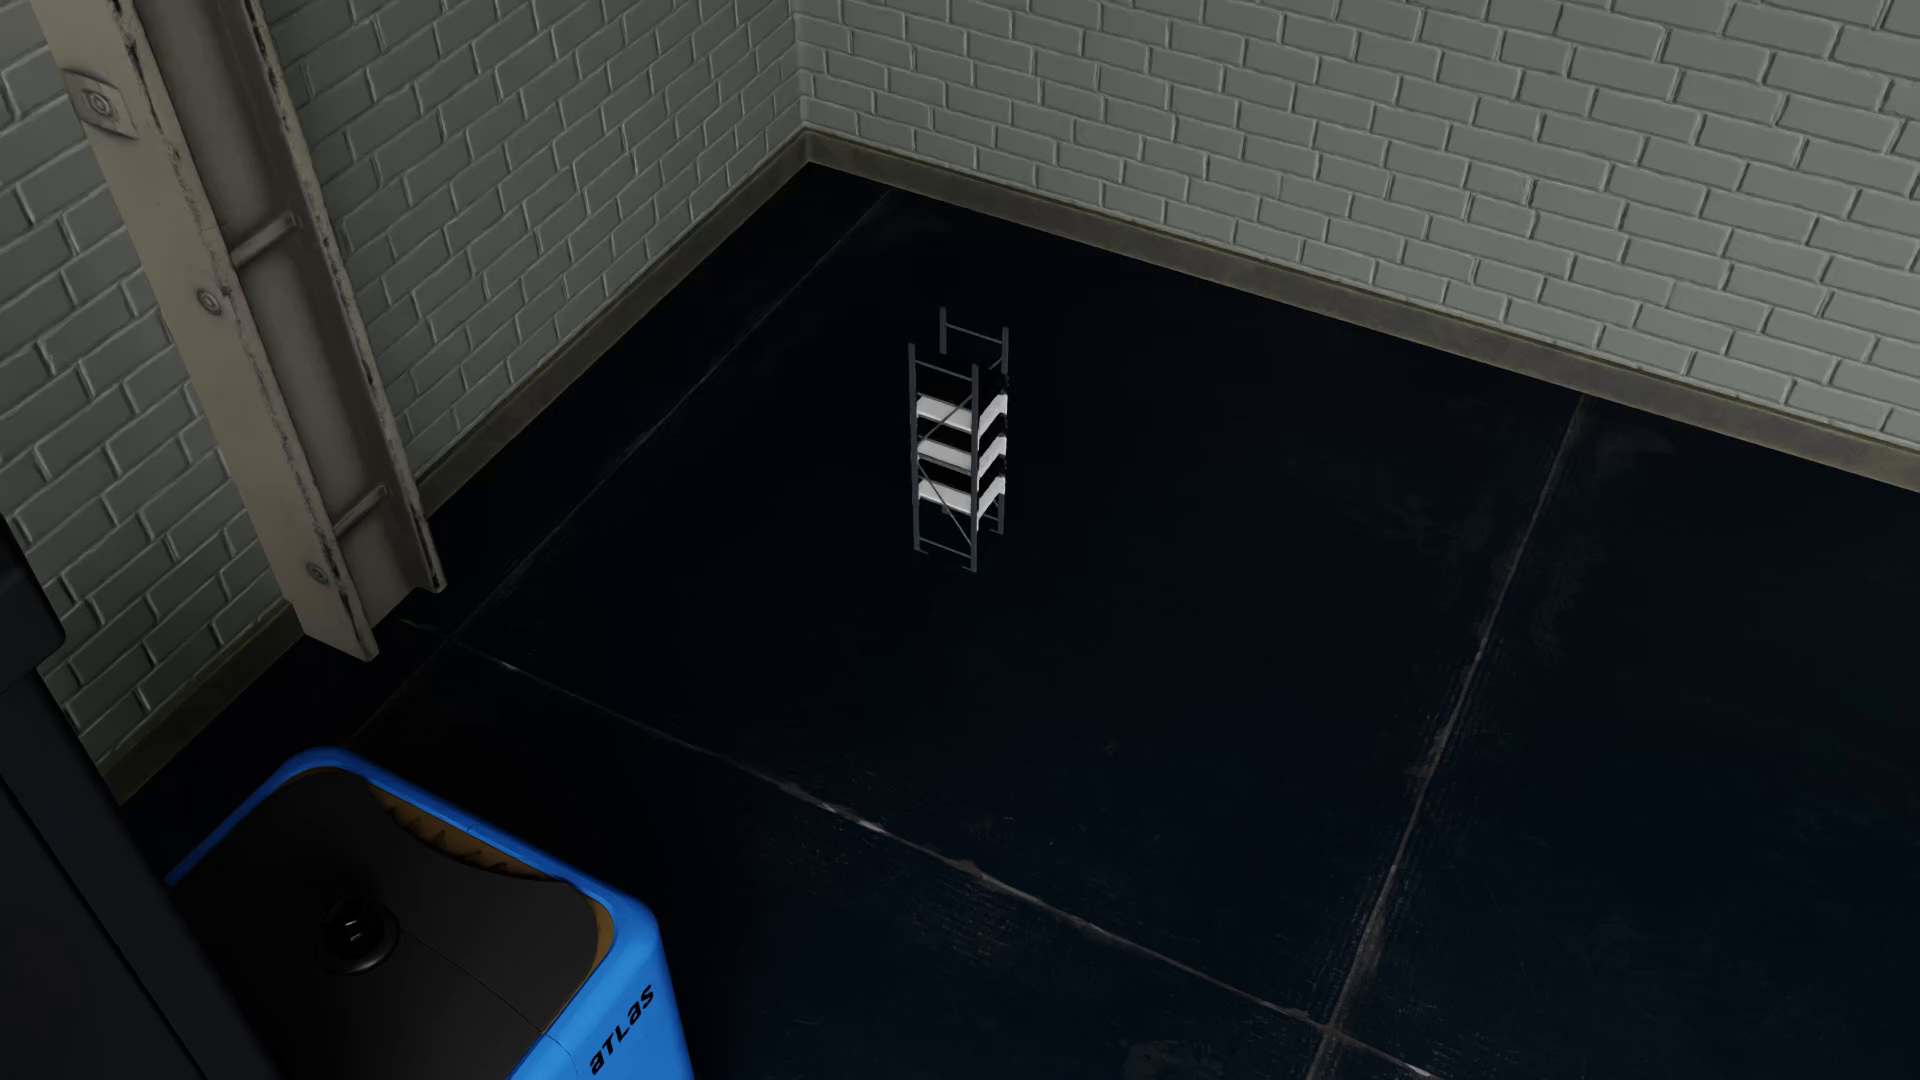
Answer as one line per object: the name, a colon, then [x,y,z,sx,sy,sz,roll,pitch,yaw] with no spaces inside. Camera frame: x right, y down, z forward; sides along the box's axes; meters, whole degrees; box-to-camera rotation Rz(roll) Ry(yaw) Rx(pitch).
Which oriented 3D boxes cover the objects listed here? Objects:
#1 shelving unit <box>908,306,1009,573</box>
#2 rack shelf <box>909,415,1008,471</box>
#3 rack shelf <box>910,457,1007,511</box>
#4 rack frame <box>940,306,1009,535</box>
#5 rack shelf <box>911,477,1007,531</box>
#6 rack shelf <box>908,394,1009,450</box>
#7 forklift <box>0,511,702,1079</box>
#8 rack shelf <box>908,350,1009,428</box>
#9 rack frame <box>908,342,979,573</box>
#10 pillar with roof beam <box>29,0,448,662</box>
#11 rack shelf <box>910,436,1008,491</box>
shelving unit: [-0.004,-0.311,5.425,0.258,0.900,0.210,20,49,19]
rack shelf: [-0.004,-0.351,5.385,0.258,0.077,0.200,20,49,19]
rack shelf: [-0.004,-0.225,5.513,0.258,0.077,0.200,20,49,19]
rack frame: [0.043,-0.375,5.488,0.240,0.900,0.006,20,49,19]
rack shelf: [-0.004,-0.161,5.577,0.258,0.077,0.200,20,49,19]
rack shelf: [-0.004,-0.414,5.321,0.258,0.077,0.200,20,49,19]
forklift: [-1.768,1.255,2.448,1.130,2.935,3.031,21,49,20]
rack shelf: [-0.004,-0.478,5.257,0.258,0.077,0.200,20,49,19]
rack frame: [-0.051,-0.247,5.362,0.240,0.900,0.006,20,49,19]
pillar with roof beam: [1.863,-1.522,0.927,9.100,9.000,0.400,20,49,19]
rack shelf: [-0.004,-0.288,5.449,0.258,0.077,0.200,20,49,19]
